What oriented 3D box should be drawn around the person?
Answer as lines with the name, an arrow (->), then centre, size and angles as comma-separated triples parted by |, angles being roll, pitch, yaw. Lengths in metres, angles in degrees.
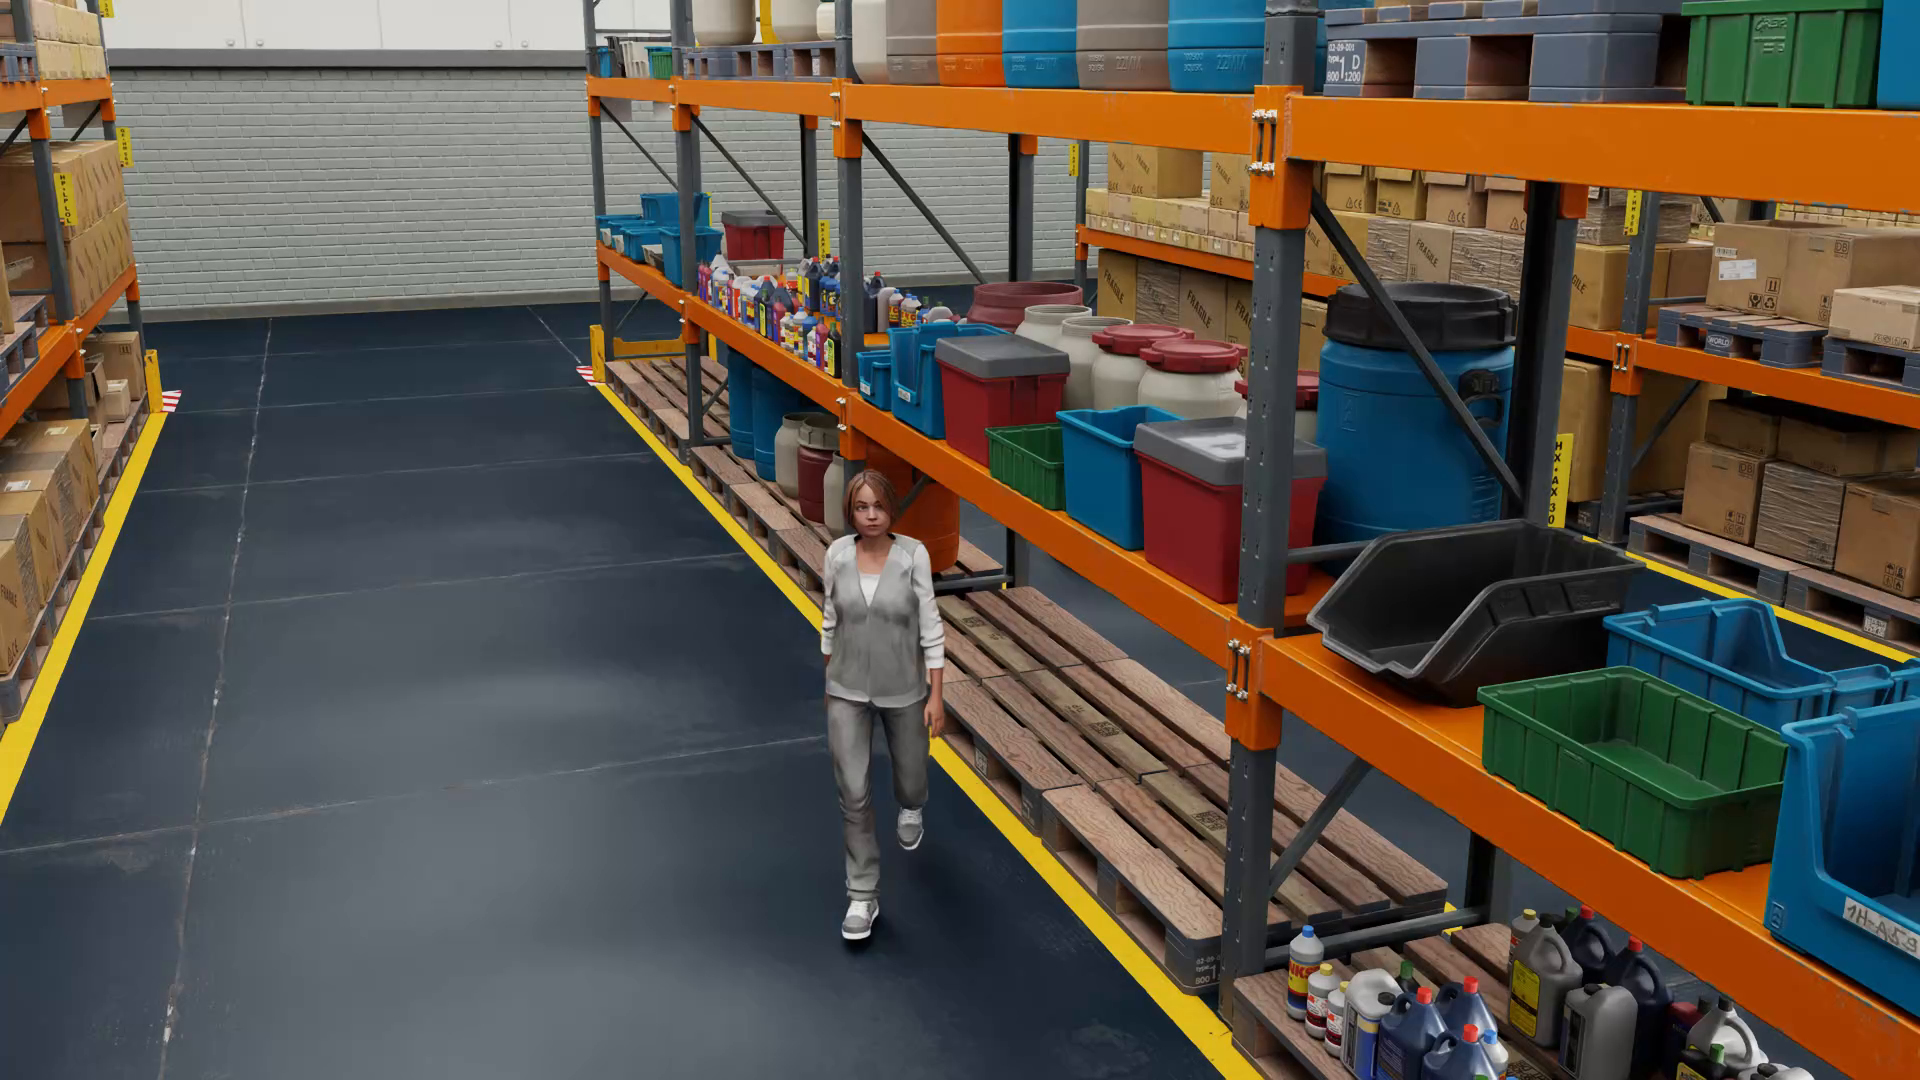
person -> -0.260, 0.512, 5.752 | 0.433, 1.571, 0.765 | 1, 16, 4
